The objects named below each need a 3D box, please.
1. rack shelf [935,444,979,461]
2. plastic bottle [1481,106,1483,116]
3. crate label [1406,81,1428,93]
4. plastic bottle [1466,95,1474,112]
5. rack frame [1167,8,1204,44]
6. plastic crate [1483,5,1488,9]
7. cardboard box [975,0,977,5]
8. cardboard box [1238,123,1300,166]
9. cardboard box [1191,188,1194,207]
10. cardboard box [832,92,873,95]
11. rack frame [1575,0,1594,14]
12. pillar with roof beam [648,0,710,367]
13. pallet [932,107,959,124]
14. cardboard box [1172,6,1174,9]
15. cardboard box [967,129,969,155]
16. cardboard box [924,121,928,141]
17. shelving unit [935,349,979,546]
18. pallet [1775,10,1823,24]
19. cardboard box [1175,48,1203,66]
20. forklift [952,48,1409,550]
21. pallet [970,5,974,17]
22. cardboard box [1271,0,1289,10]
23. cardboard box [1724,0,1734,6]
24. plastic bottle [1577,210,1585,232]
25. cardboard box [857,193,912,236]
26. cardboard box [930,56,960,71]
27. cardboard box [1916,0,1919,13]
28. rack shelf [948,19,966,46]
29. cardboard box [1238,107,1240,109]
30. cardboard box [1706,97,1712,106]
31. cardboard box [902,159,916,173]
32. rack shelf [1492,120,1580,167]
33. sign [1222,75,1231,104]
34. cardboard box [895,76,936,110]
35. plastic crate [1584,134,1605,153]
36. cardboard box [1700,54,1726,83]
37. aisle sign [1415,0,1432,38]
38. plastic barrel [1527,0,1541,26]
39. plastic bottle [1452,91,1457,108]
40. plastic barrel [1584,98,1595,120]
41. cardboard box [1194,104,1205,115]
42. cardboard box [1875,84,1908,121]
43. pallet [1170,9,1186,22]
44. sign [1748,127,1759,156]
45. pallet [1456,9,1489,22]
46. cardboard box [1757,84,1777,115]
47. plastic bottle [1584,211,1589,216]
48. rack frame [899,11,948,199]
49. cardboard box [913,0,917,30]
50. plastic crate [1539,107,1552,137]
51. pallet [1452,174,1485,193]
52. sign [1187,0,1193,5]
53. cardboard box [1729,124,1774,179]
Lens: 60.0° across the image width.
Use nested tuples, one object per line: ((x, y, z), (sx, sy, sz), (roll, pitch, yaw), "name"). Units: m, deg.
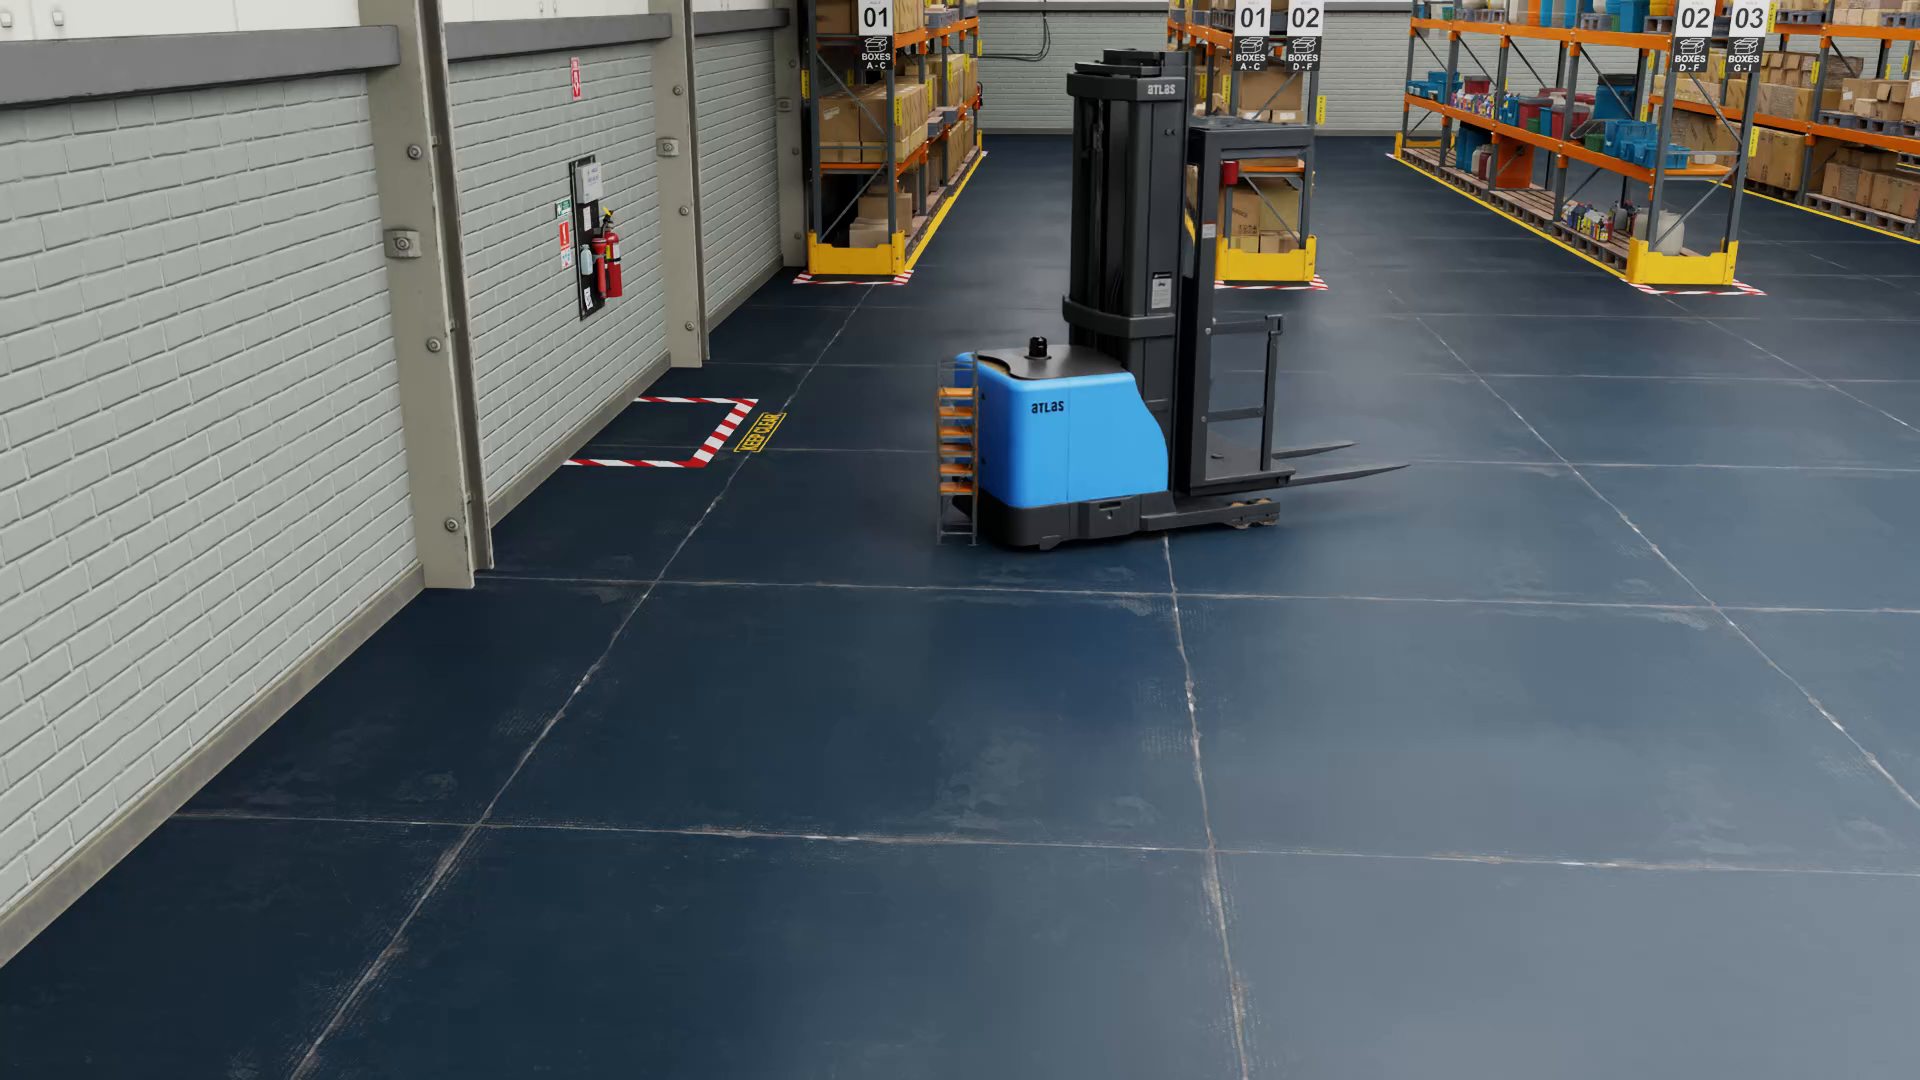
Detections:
((-0.018, -0.521, 10.228), (0.258, 0.103, 0.180), (1, 18, 3), "rack shelf")
((8.857, -7.264, 28.092), (0.097, 0.201, 0.097), (0, 18, 0), "plastic bottle")
((9.403, -9.329, 34.248), (0.416, 0.233, 0.303), (1, 18, 4), "crate label")
((8.967, -7.653, 29.161), (0.152, 0.276, 0.135), (1, 18, 4), "plastic bottle")
((4.809, -9.561, 34.784), (1.000, 3.000, 0.127), (1, 18, 4), "rack frame")
((9.825, -9.950, 31.364), (0.497, 0.269, 0.590), (1, 18, 4), "plastic crate")
((0.080, -11.038, 33.881), (0.500, 0.250, 0.500), (2, 18, 6), "cardboard box")
((3.708, -4.784, 20.045), (0.700, 0.500, 0.500), (1, 18, 4), "cardboard box")
((3.764, -5.178, 25.150), (0.500, 0.250, 0.500), (2, 18, 5), "cardboard box")
((-1.379, -5.464, 21.284), (0.500, 0.500, 0.500), (1, 18, 2), "cardboard box")
((8.889, -8.573, 22.135), (1.000, 3.000, 0.127), (1, 18, 4), "rack frame")
((1.772, -5.829, 13.761), (9.100, 9.000, 0.400), (1, 18, 4), "pillar with roof beam")
((-0.650, -6.871, 26.882), (1.213, 0.211, 1.003), (1, 18, 4), "pallet")
((4.406, -10.295, 32.449), (0.500, 0.250, 0.500), (1, 18, 4), "cardboard box")
((-0.185, -7.985, 33.315), (0.700, 0.500, 0.500), (2, 18, 5), "cardboard box")
((-0.724, -5.728, 23.295), (0.500, 0.250, 0.500), (1, 18, 4), "cardboard box")
((-0.019, -0.563, 10.214), (0.258, 1.200, 0.189), (1, 18, 3), "shelving unit")
((14.187, -8.738, 27.759), (1.003, 0.211, 1.213), (2, 18, 6), "pallet")
((4.300, -9.004, 31.318), (0.500, 0.500, 0.500), (1, 18, 4), "cardboard box")
((1.516, -1.606, 10.619), (3.031, 2.935, 1.130), (-7, 20, -21), "forklift")
((-0.260, -10.443, 32.801), (1.003, 0.211, 1.213), (1, 18, 4), "pallet")
((3.708, -6.511, 19.593), (0.797, 0.503, 0.637), (3, 18, 8), "cardboard box")
((14.399, -10.061, 30.497), (0.700, 0.500, 0.500), (0, 18, 1), "cardboard box")
((8.351, -4.290, 22.354), (0.061, 0.283, 0.133), (2, 18, 6), "plastic bottle")
((-0.996, -4.339, 22.155), (0.700, 0.500, 0.500), (0, 18, 0), "cardboard box")
((-0.280, -8.515, 29.717), (0.500, 0.250, 0.500), (2, 18, 5), "cardboard box")
((14.029, -7.722, 23.515), (0.797, 0.503, 0.637), (2, 18, 6), "cardboard box")
((-0.562, -8.890, 29.076), (1.077, 0.370, 4.000), (1, 18, 4), "rack shelf")
((3.517, -5.152, 20.125), (0.380, 0.149, 0.250), (2, 18, 5), "cardboard box")
((14.116, -8.159, 30.909), (0.380, 0.149, 0.250), (2, 18, 5), "cardboard box")
((-0.928, -5.687, 25.064), (0.500, 0.250, 0.500), (1, 18, 3), "cardboard box")
((9.033, -6.001, 25.077), (1.077, 0.370, 4.000), (1, 18, 4), "rack shelf")
((3.122, -5.271, 19.452), (0.100, 0.325, 0.005), (1, 18, 4), "sign")
((-0.742, -7.122, 26.473), (0.700, 0.500, 0.500), (0, 18, -1), "cardboard box")
((8.510, -5.206, 21.835), (0.450, 0.188, 0.662), (1, 18, 4), "plastic crate")
((14.209, -8.827, 31.103), (0.500, 0.500, 0.500), (1, 18, 4), "cardboard box")
((9.458, -10.713, 34.127), (0.394, 0.787, 0.004), (1, 18, 4), "aisle sign")
((8.854, -8.141, 24.943), (0.600, 0.830, 0.708), (1, 18, 4), "plastic barrel")
((9.001, -8.006, 30.225), (0.061, 0.283, 0.133), (1, 18, 4), "plastic bottle")
((9.177, -6.079, 23.940), (0.433, 0.535, 0.433), (0, 18, 0), "plastic barrel")
((3.978, -6.760, 26.381), (0.500, 0.311, 0.500), (1, 18, 3), "cardboard box")
((13.862, -6.401, 24.300), (0.797, 0.503, 0.637), (3, 18, 10), "cardboard box")
((4.406, -9.454, 29.942), (1.213, 0.211, 1.003), (1, 18, 4), "pallet")
((9.151, -4.598, 19.193), (0.100, 0.325, 0.005), (1, 18, 4), "sign")
((9.504, -9.297, 29.464), (1.213, 0.211, 1.003), (1, 18, 4), "pallet")
((14.017, -7.534, 28.439), (0.500, 0.500, 0.500), (2, 18, 5), "cardboard box")
((8.431, -4.288, 22.368), (0.097, 0.271, 0.097), (0, 18, 0), "plastic bottle")
((-0.706, -7.186, 27.535), (1.000, 3.000, 0.127), (1, 18, 4), "rack frame")
((-0.833, -6.934, 21.756), (0.500, 0.500, 0.500), (1, 18, 2), "cardboard box")
((8.658, -6.064, 24.138), (0.392, 0.384, 0.575), (1, 18, 4), "plastic crate")
((9.281, -6.263, 29.198), (1.003, 0.211, 1.213), (1, 18, 4), "pallet")
((3.695, -8.760, 26.693), (0.100, 0.325, 0.005), (1, 18, 4), "sign")
((14.314, -6.809, 29.125), (1.225, 0.875, 0.875), (1, 18, 2), "cardboard box")
